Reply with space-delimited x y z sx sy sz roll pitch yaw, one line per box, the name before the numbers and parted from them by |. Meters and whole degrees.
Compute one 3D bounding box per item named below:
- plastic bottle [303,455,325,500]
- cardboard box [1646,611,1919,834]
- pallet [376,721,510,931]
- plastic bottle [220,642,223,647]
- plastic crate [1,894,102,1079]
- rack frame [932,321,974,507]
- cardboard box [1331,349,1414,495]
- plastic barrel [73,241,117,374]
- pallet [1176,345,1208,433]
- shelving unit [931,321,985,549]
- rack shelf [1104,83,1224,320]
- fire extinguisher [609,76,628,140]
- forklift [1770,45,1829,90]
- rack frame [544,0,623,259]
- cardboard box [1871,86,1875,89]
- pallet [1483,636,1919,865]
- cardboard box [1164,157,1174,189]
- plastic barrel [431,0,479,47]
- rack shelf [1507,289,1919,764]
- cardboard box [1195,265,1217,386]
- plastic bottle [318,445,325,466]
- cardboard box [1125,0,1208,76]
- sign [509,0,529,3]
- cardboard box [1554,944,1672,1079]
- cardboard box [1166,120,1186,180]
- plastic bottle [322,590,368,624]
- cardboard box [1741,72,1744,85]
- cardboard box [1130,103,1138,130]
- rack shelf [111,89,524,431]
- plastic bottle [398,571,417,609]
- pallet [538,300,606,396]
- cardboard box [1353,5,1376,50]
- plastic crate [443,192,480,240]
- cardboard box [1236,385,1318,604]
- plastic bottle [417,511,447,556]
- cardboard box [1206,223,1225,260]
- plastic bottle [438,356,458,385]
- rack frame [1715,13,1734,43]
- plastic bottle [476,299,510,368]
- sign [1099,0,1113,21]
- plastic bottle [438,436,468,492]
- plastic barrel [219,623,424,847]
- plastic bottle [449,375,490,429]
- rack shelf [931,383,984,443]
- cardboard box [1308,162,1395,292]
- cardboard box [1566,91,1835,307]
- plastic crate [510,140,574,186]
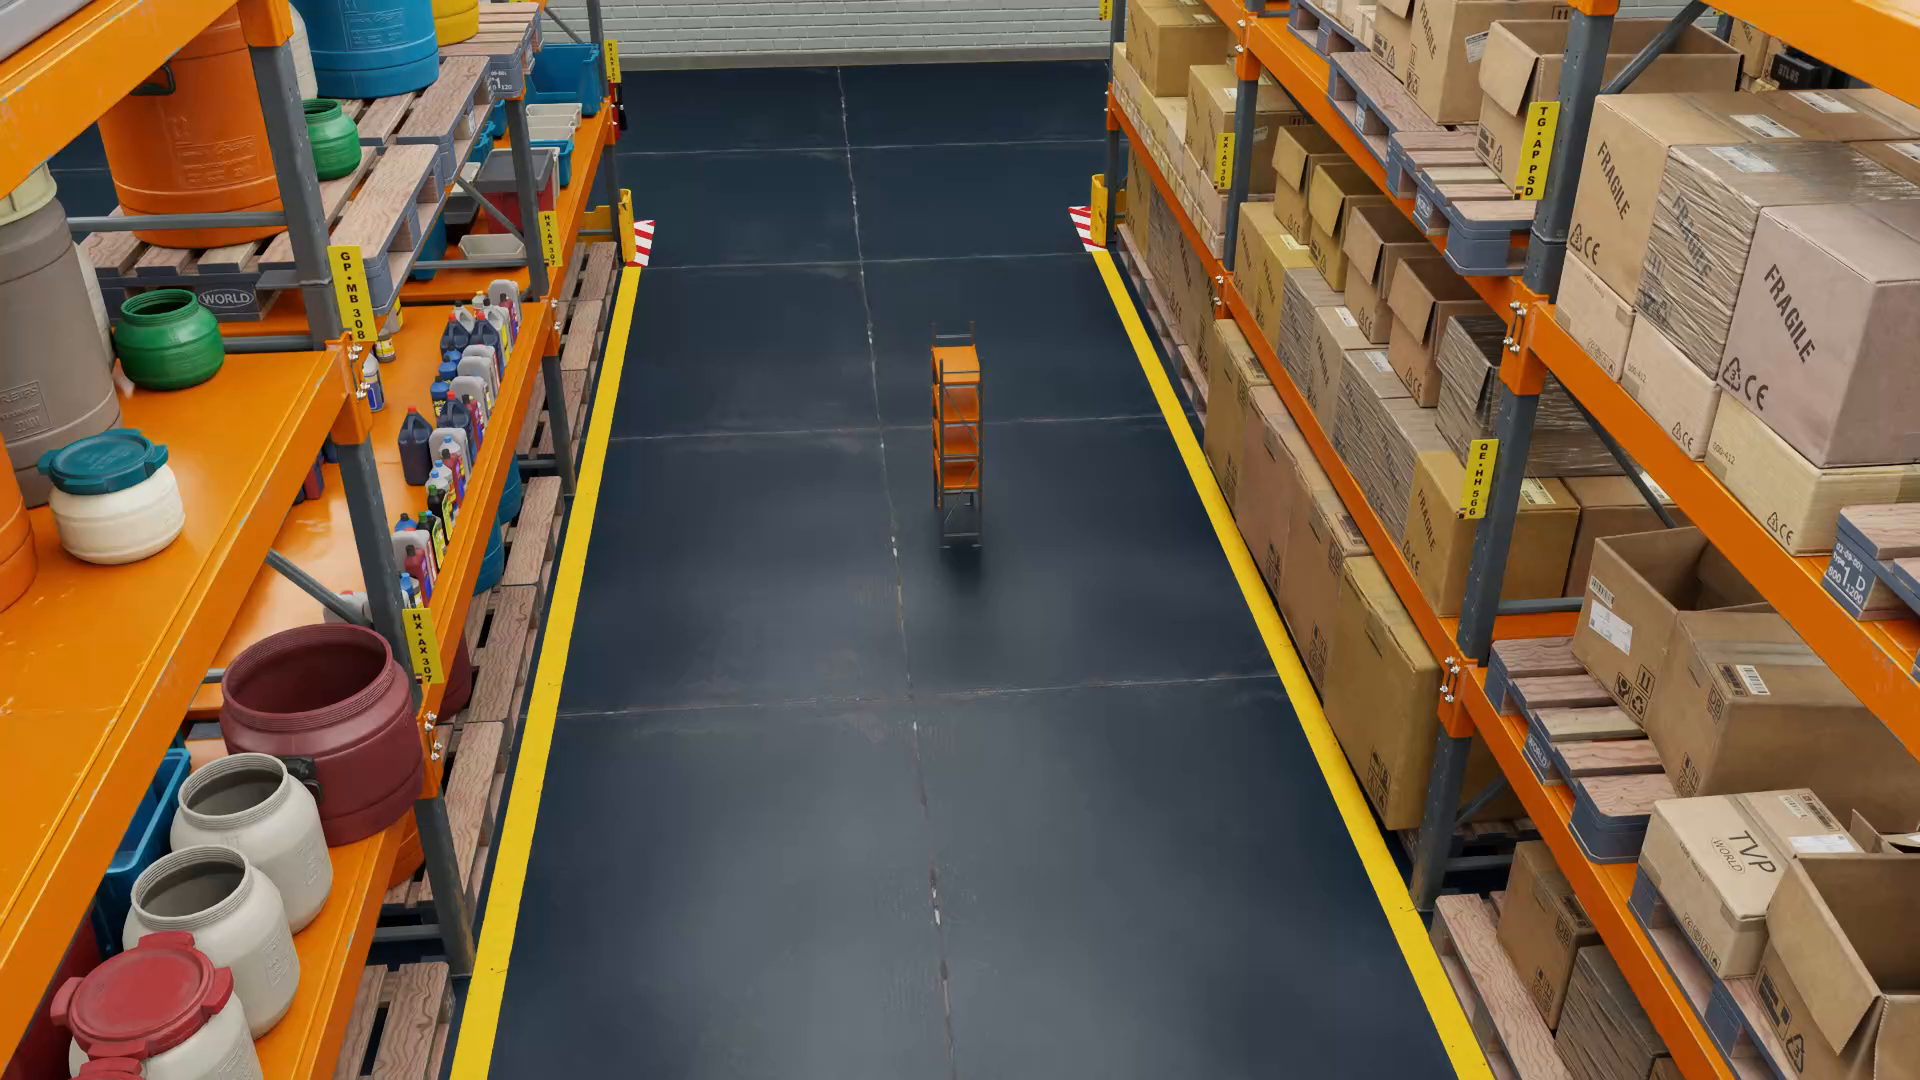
plastic bottle | -2.933 -0.334 7.499 0.061 0.283 0.133 -3 31 -5
cardboard box | 2.684 0.580 5.348 0.700 0.500 0.500 2 31 3
pallet | -2.605 1.283 7.397 1.003 0.211 1.213 -3 31 -5
plastic bottle | -2.945 0.326 6.474 0.097 0.201 0.097 0 31 0
plastic crate | -2.643 1.299 4.589 0.402 0.464 0.583 -3 31 -5
rack frame | -0.038 -0.724 9.793 0.240 1.200 0.015 -3 31 -5
cardboard box | 2.057 -0.554 7.655 0.500 0.500 0.500 -4 31 -6
plastic barrel | -2.765 -0.676 4.923 0.421 0.512 0.421 0 31 0
pallet | 2.075 -0.988 11.199 1.003 0.211 1.213 -3 31 -5
shelving unit | -0.015 -0.600 9.584 0.258 1.200 0.503 -3 31 -5
rack shelf | 1.881 -2.505 11.721 1.077 0.370 4.000 -3 31 -5
fire extinguisher | -2.799 -3.504 13.130 0.296 0.674 0.183 -3 31 -5
forklift | 4.693 -1.003 8.571 1.130 2.935 3.031 -3 31 -6
rack frame | -3.237 -3.598 12.849 1.000 3.000 0.127 -3 31 -5
cardboard box | 6.571 -3.167 11.740 0.500 0.500 0.500 -4 31 -6
pallet | 2.614 0.690 5.857 1.213 0.211 1.003 -3 31 -5
cardboard box | 1.593 -2.481 11.225 0.380 0.149 0.250 -3 31 -5
plastic barrel | -2.576 -2.648 7.741 0.600 0.588 0.600 0 31 0
rack shelf | 2.629 0.291 4.114 1.077 0.370 4.000 -3 31 -5
cardboard box | 2.086 -1.402 10.835 0.875 0.875 0.875 -3 31 -5
plastic bottle | -3.062 -0.508 7.724 0.144 0.351 0.185 -3 31 -5
cardboard box | 1.517 -3.707 12.157 0.500 0.500 0.500 -3 31 -6
sign | -2.315 -2.873 8.701 0.100 0.325 0.005 -3 31 -5
cardboard box | 2.589 1.757 5.892 0.700 0.500 0.500 -5 31 -9
cardboard box | 1.667 -2.594 11.024 0.500 0.250 0.500 -2 31 -4
plastic bottle | -2.359 0.311 6.426 0.152 0.276 0.135 -3 31 -5
cardboard box | 6.346 -3.732 13.319 0.380 0.149 0.250 -3 31 -5
cardboard box | 1.474 -3.136 12.320 0.380 0.149 0.250 -3 31 -5
rack shelf | -2.676 -1.514 7.136 1.077 0.370 4.000 -3 31 -5
plastic bottle | -2.192 0.245 6.541 0.097 0.271 0.097 0 31 0
pallet | -3.088 -1.357 11.816 1.003 0.211 1.213 -3 31 -5
cardboard box | 2.058 -2.386 7.730 0.380 0.149 0.250 -4 31 -7
plastic crate | -3.235 -2.022 10.420 0.437 0.125 0.590 -3 31 -5
cardboard box | 2.232 -0.279 8.955 1.225 0.875 0.875 -4 31 -6
plastic bottle | -2.247 -0.030 7.069 0.097 0.201 0.097 0 31 0
cardboard box | 1.714 -1.825 10.126 0.380 0.149 0.250 -3 31 -4
plastic bottle | -2.533 -0.787 8.268 0.097 0.271 0.097 0 31 0
rack frame | 6.642 -4.021 13.558 1.000 3.000 0.127 -3 31 -5
plastic bottle | -2.452 -1.081 8.683 0.144 0.351 0.185 -3 31 -5
sign | 1.141 -4.217 12.965 0.100 0.325 0.005 -3 31 -5
plastic bottle | -2.300 -0.345 7.528 0.097 0.271 0.097 0 31 0
plastic barrel | -2.144 0.650 5.604 0.600 0.536 0.708 -3 31 -5
plastic bottle | -2.389 -0.686 8.094 0.152 0.276 0.135 -3 31 -5
rack shelf | -0.015 -0.734 9.504 0.258 0.148 0.480 -3 31 -5
cardboard box | 2.189 -1.590 8.412 0.797 0.503 0.637 -2 31 -4
cardboard box | 2.230 -1.044 5.063 0.500 0.500 0.500 -2 31 -4
plastic crate | -2.790 -2.516 11.142 0.416 0.233 0.300 -3 31 -5
